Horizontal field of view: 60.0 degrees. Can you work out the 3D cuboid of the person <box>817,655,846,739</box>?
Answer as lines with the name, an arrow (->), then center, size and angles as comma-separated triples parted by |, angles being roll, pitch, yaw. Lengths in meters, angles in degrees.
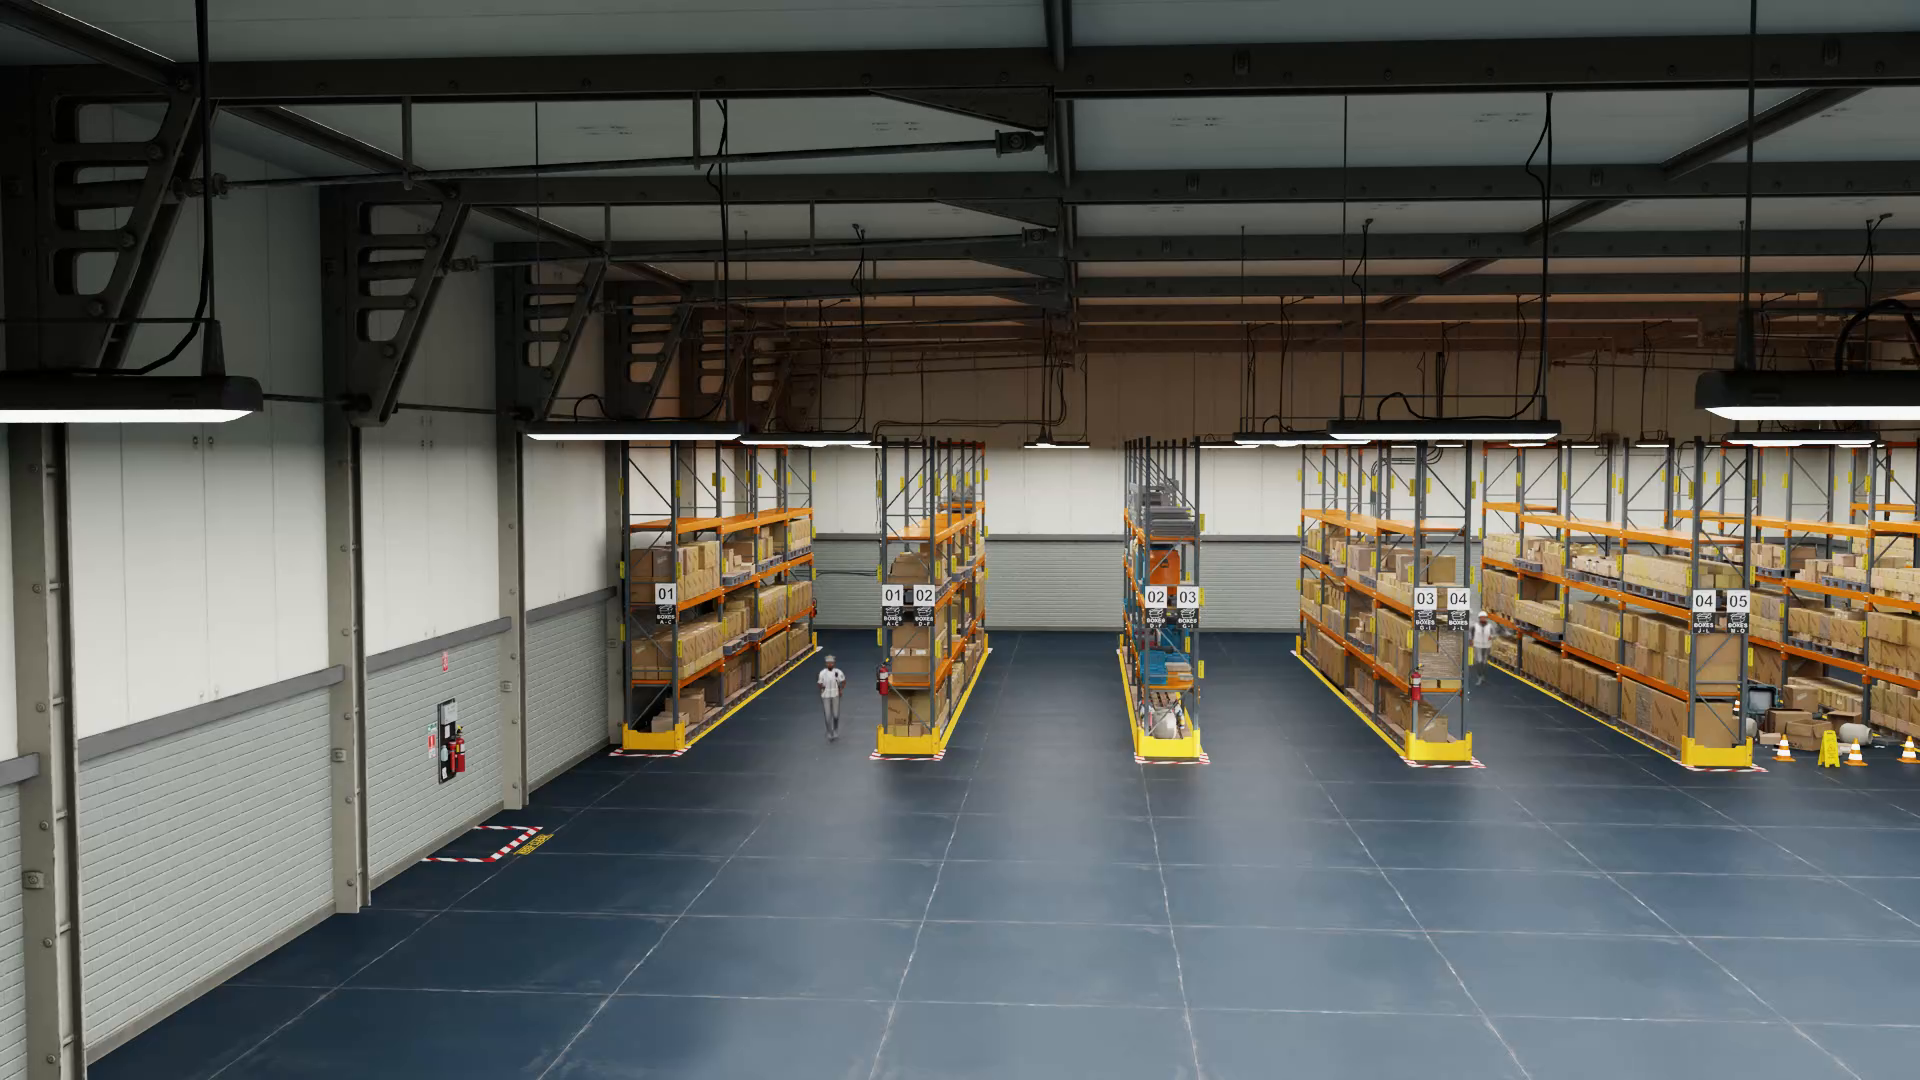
person -> -2.548, 3.112, 32.909 | 0.561, 1.660, 0.599 | 0, 3, -1

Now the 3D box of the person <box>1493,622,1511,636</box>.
person -> 15.448, 2.296, 47.627 | 0.921, 1.751, 0.714 | 3, 4, 44

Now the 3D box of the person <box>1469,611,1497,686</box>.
person -> 12.856, 2.657, 40.883 | 0.643, 1.822, 0.793 | 0, 3, 7
